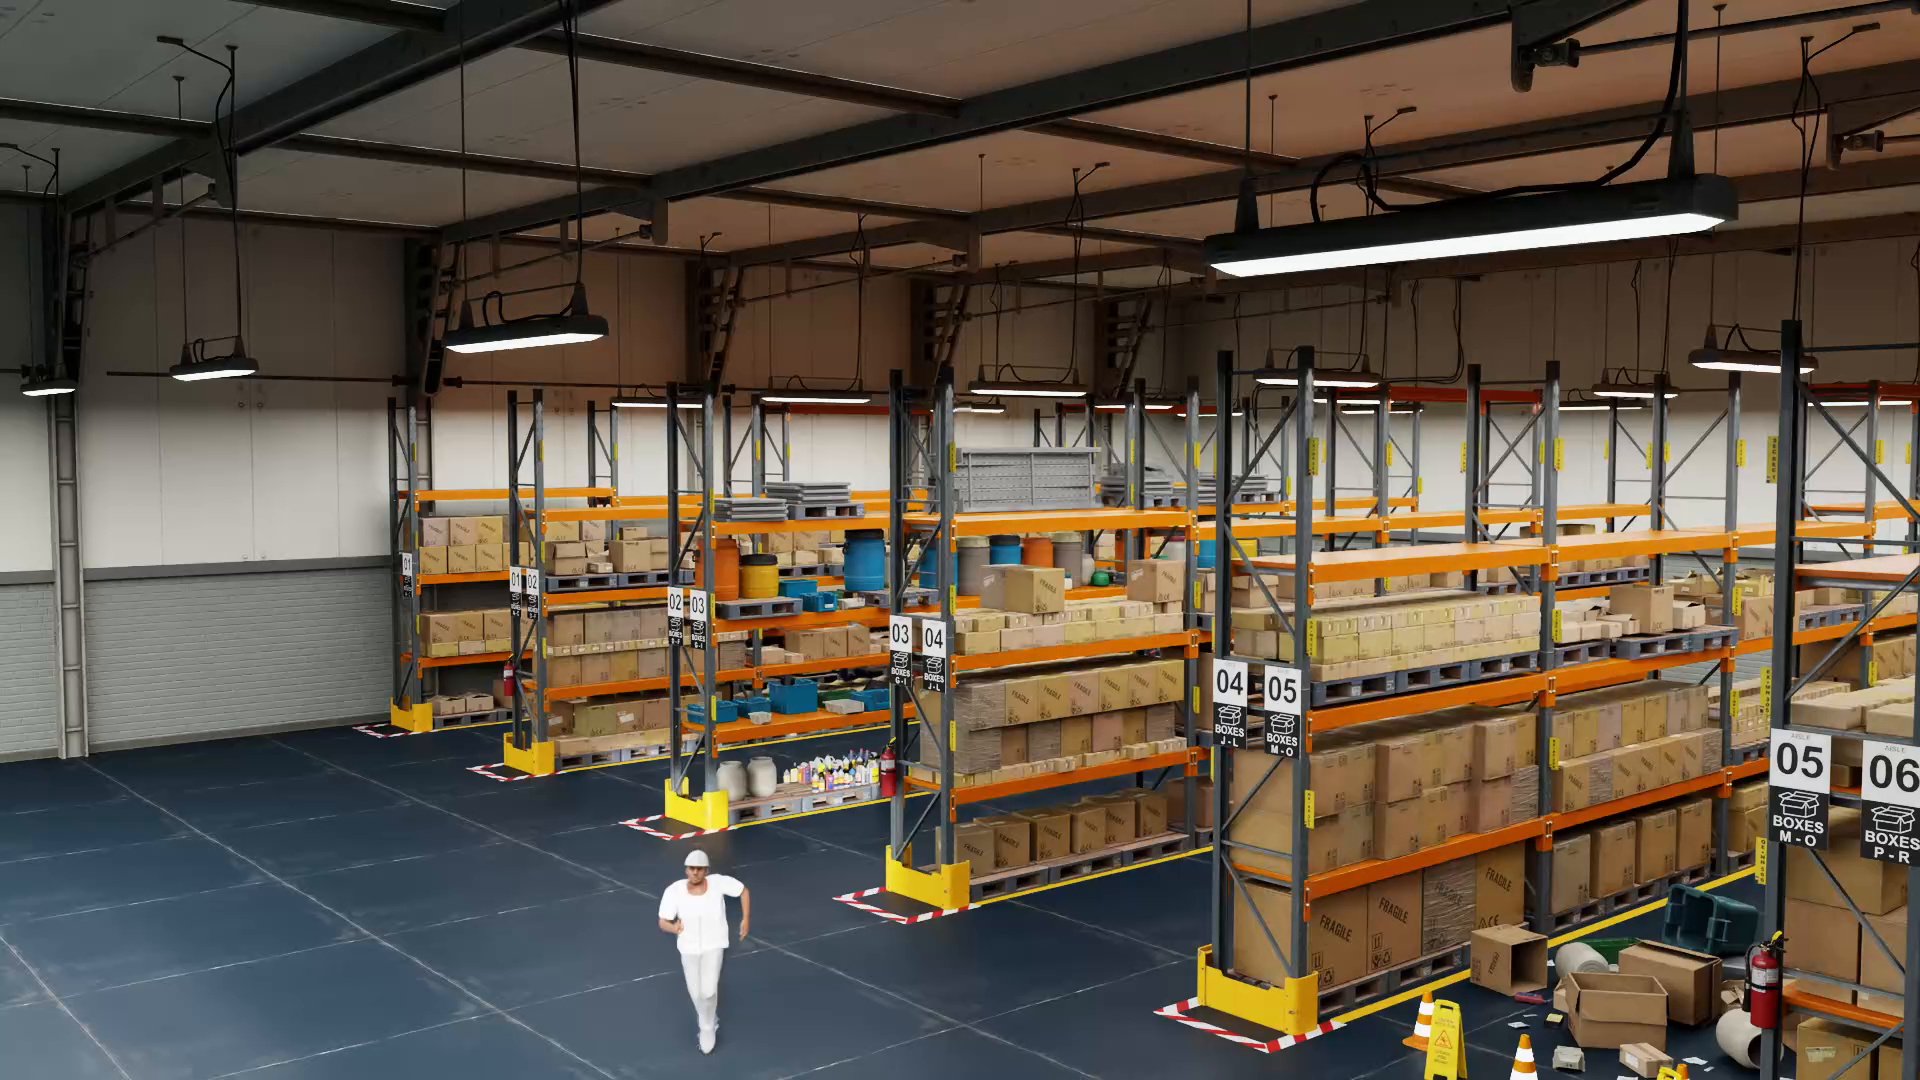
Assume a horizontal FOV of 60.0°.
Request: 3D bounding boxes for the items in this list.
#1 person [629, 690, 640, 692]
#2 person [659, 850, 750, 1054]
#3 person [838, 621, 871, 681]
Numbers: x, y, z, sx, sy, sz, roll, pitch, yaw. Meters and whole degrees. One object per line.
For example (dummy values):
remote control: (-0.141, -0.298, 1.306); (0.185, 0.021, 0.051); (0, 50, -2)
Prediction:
person: (-5.735, 2.565, 29.383); (0.946, 1.785, 0.668); (-3, 4, -41)
person: (-2.166, 3.459, 14.051); (0.735, 1.732, 0.792); (0, 3, -1)
person: (-2.103, 2.206, 32.792); (0.847, 1.644, 0.630); (-3, 4, -38)
